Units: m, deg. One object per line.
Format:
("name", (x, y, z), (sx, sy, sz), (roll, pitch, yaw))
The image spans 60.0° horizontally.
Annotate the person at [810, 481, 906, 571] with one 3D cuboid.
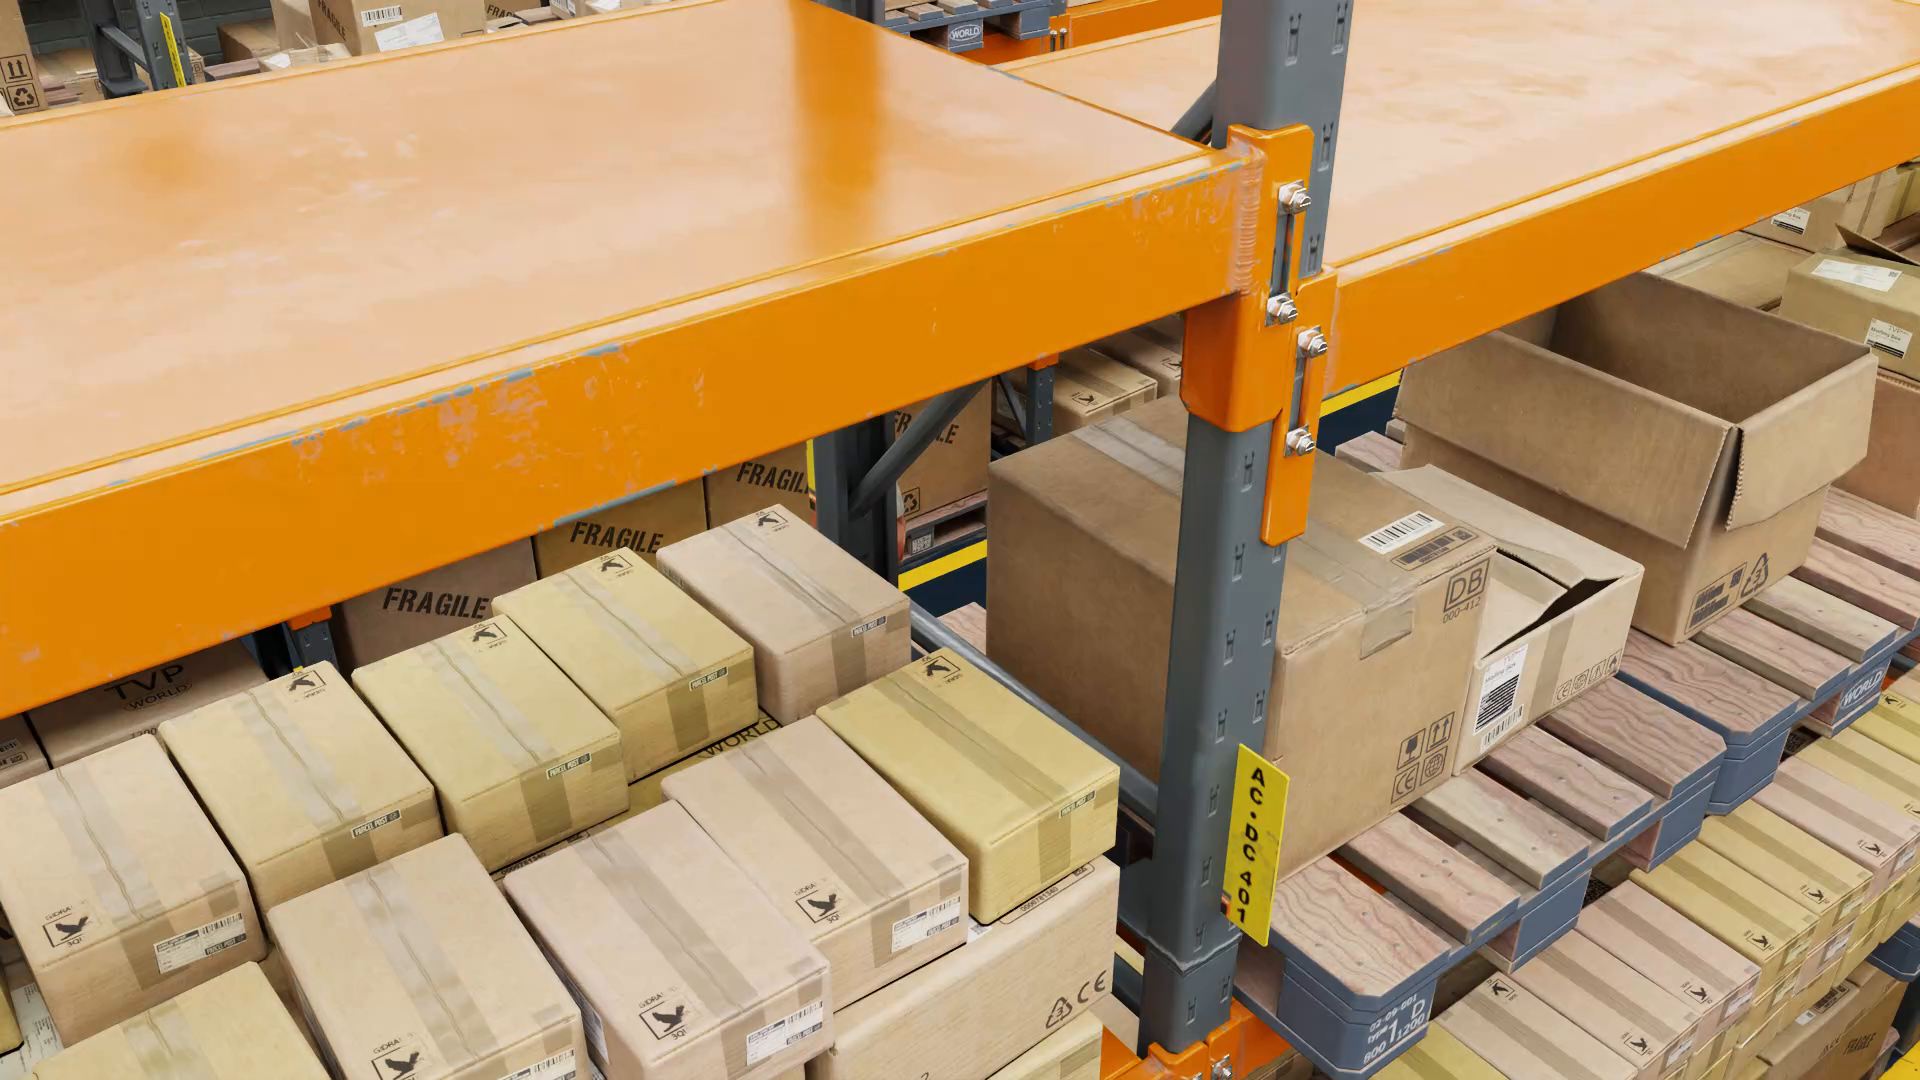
("person", (-0.489, 0.094, 7.471), (0.453, 1.778, 0.617), (-25, 40, -34))
